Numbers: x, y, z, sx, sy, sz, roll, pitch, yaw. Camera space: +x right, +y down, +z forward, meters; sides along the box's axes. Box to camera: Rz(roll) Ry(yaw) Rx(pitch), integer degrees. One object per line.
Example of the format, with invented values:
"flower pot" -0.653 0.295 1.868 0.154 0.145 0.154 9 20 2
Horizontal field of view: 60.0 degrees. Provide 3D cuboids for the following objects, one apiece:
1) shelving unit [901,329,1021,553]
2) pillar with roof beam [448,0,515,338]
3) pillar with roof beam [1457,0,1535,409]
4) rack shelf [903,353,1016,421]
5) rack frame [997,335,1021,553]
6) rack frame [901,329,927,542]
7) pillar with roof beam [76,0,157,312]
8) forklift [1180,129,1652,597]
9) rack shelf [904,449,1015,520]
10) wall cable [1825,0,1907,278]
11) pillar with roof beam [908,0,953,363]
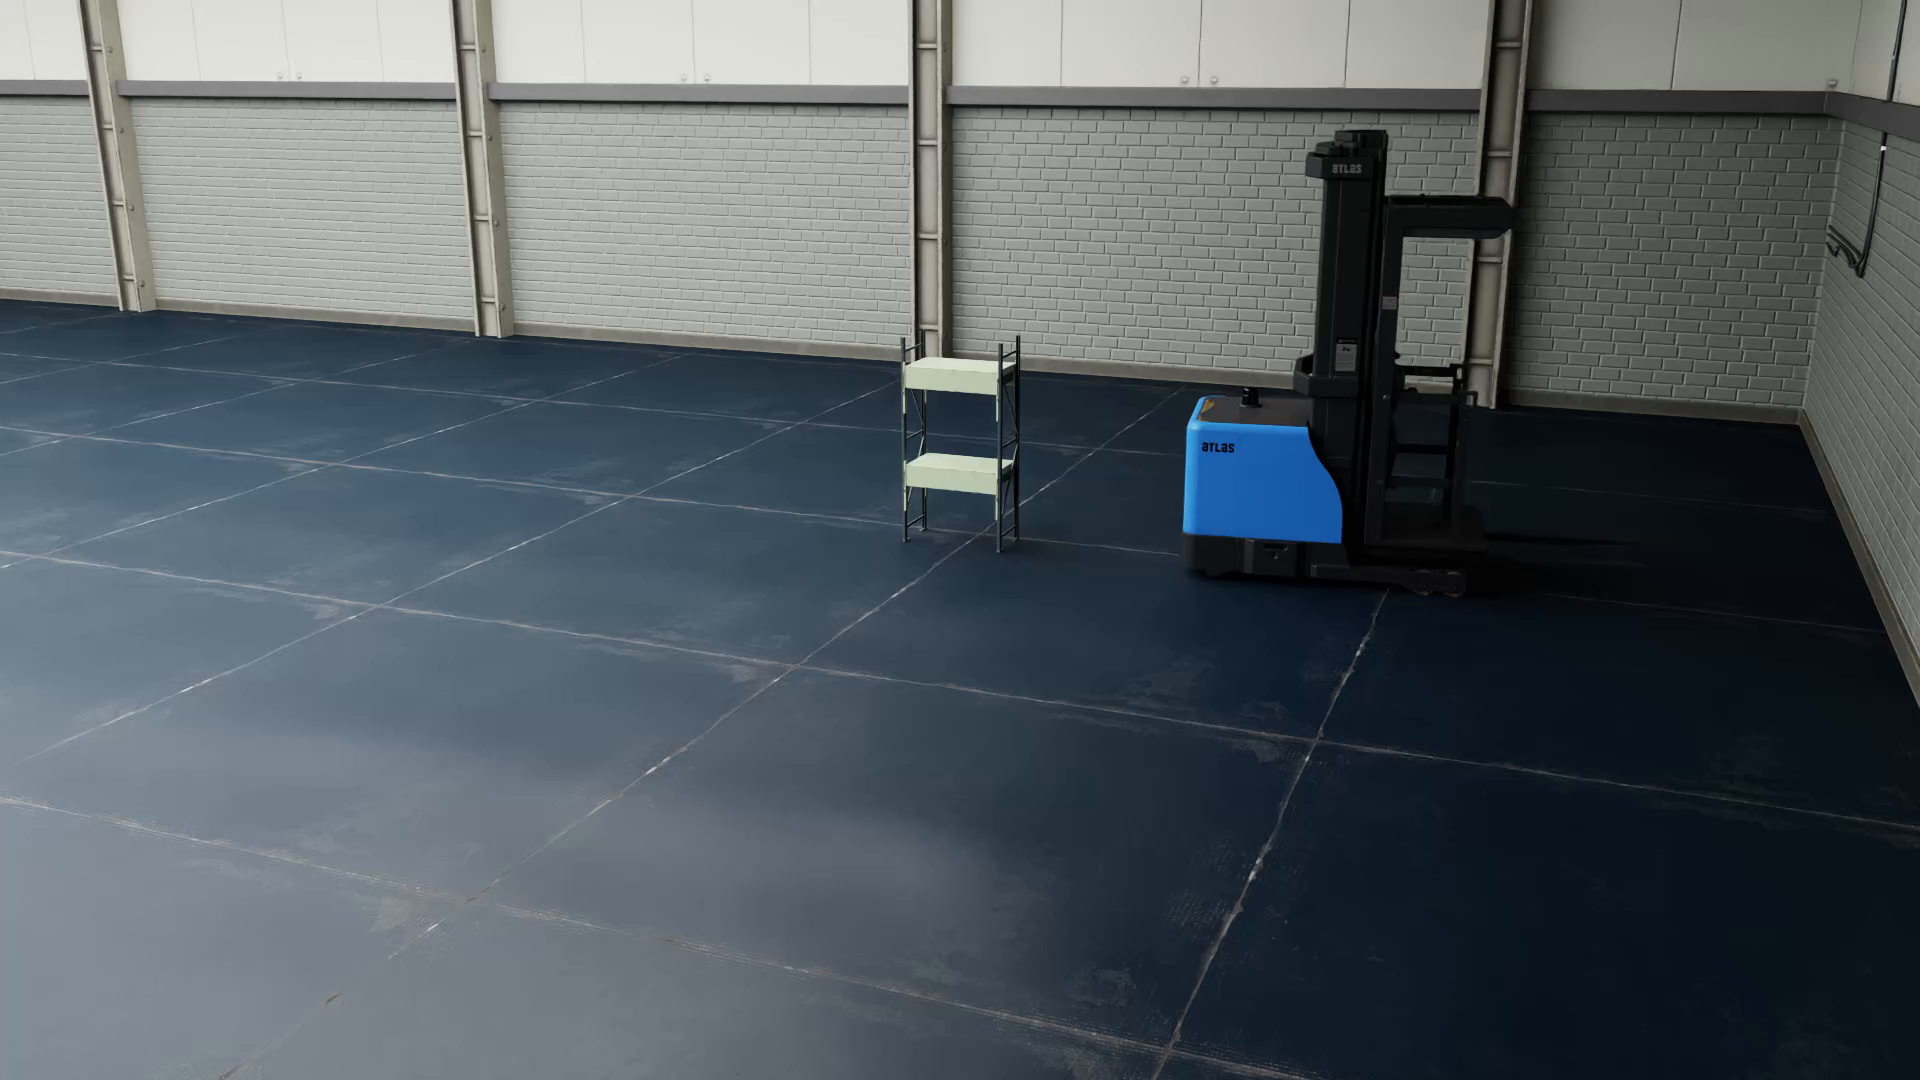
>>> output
"shelving unit" 0.006 -0.720 11.962 0.755 1.500 0.431 6 17 21
"pillar with roof beam" -7.485 -5.812 16.052 0.400 9.000 9.100 6 17 21
"pillar with roof beam" 3.678 -4.584 11.823 0.400 9.000 9.100 6 17 21
"rack shelf" 0.006 -1.094 11.853 0.720 0.370 0.431 6 17 21
"rack frame" 0.347 -0.682 11.833 0.023 1.500 0.400 6 17 21
"rack frame" -0.334 -0.757 12.091 0.023 1.500 0.400 6 17 21
"pillar with roof beam" -13.066 -6.425 18.166 0.400 9.000 9.100 6 17 21
"forklift" 3.071 -1.196 11.035 3.031 2.935 1.130 4 17 12
"rack shelf" 0.006 -0.406 12.053 0.720 0.370 0.431 6 17 21
"wall cable" 7.513 -3.565 13.883 0.112 2.526 3.097 6 17 21
"pillar with roof beam" -1.903 -5.198 13.938 0.400 9.000 9.100 6 17 21
